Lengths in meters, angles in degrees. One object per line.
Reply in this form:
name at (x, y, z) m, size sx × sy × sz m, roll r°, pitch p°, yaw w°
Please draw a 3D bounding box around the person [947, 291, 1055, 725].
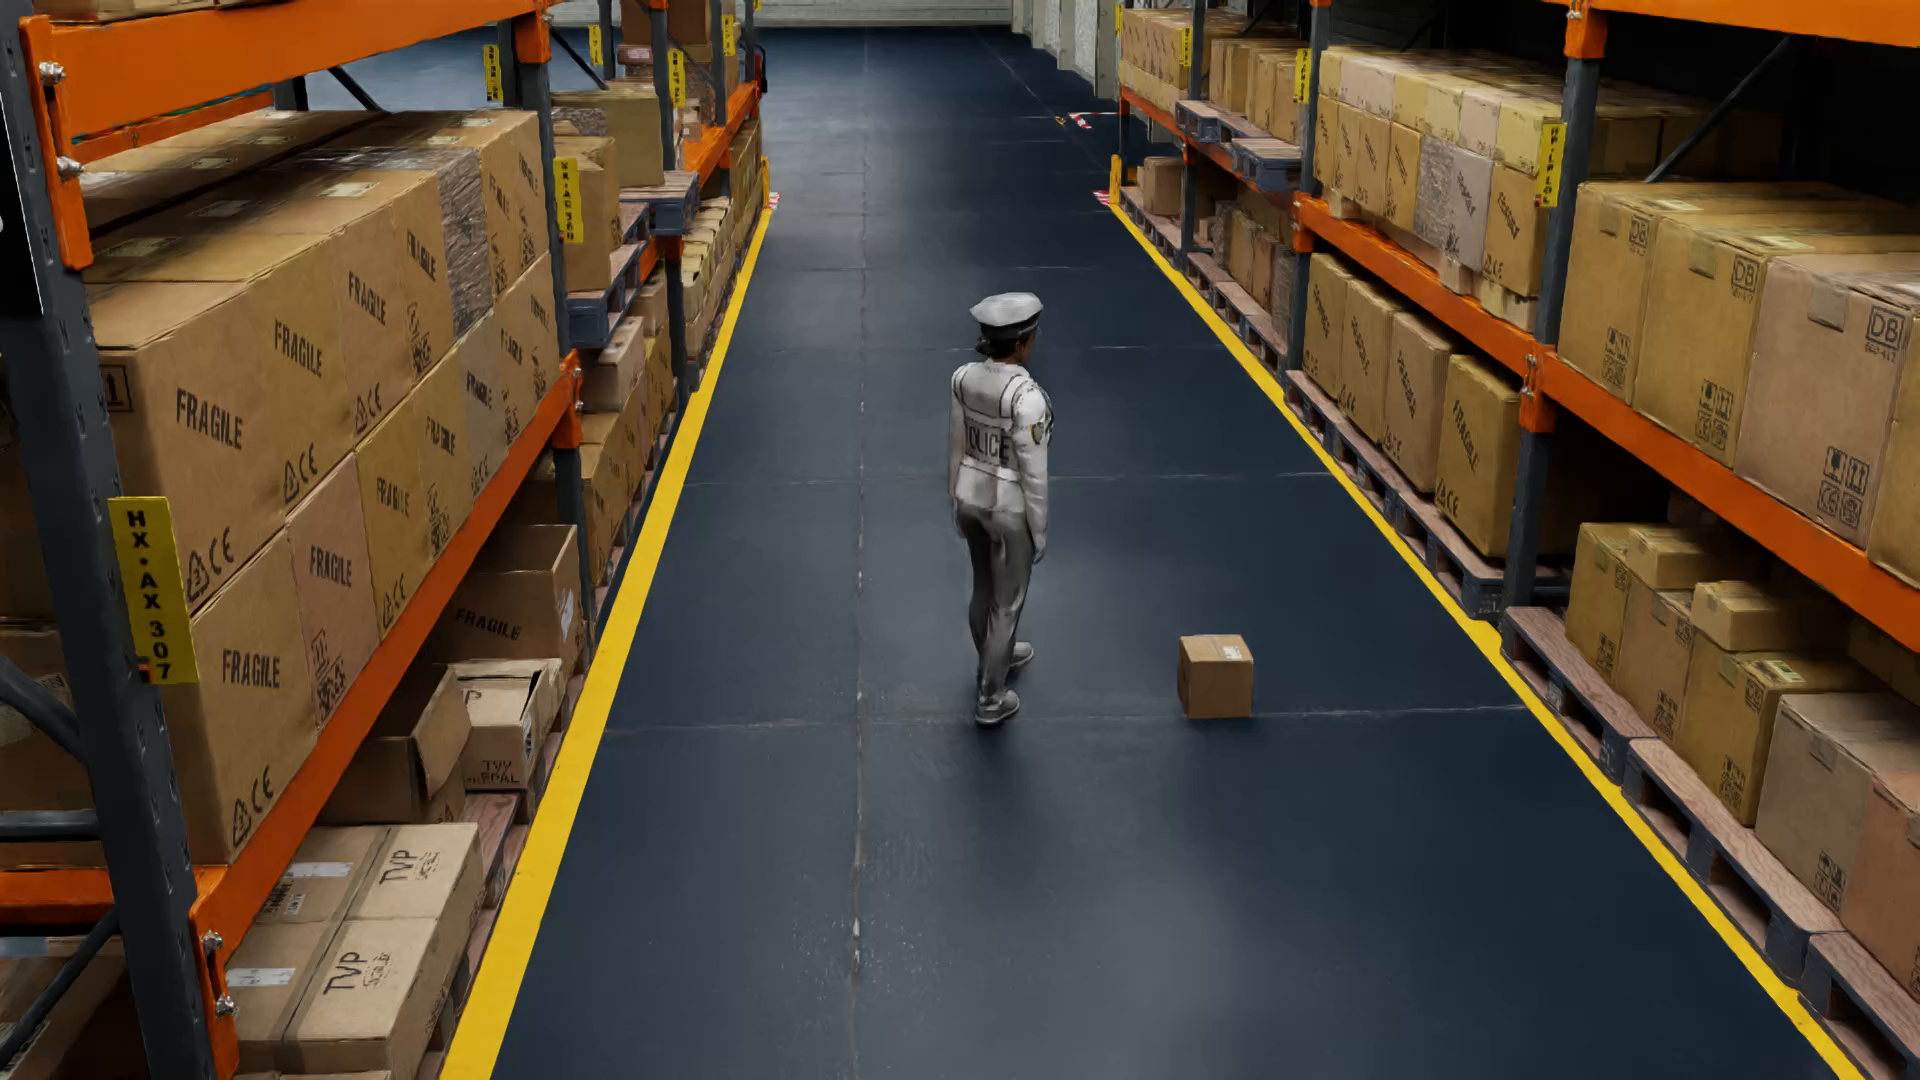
person at (0.228, -0.143, 6.423) m, size 0.579 × 1.679 × 0.529 m, roll -19°, pitch 28°, yaw -41°
